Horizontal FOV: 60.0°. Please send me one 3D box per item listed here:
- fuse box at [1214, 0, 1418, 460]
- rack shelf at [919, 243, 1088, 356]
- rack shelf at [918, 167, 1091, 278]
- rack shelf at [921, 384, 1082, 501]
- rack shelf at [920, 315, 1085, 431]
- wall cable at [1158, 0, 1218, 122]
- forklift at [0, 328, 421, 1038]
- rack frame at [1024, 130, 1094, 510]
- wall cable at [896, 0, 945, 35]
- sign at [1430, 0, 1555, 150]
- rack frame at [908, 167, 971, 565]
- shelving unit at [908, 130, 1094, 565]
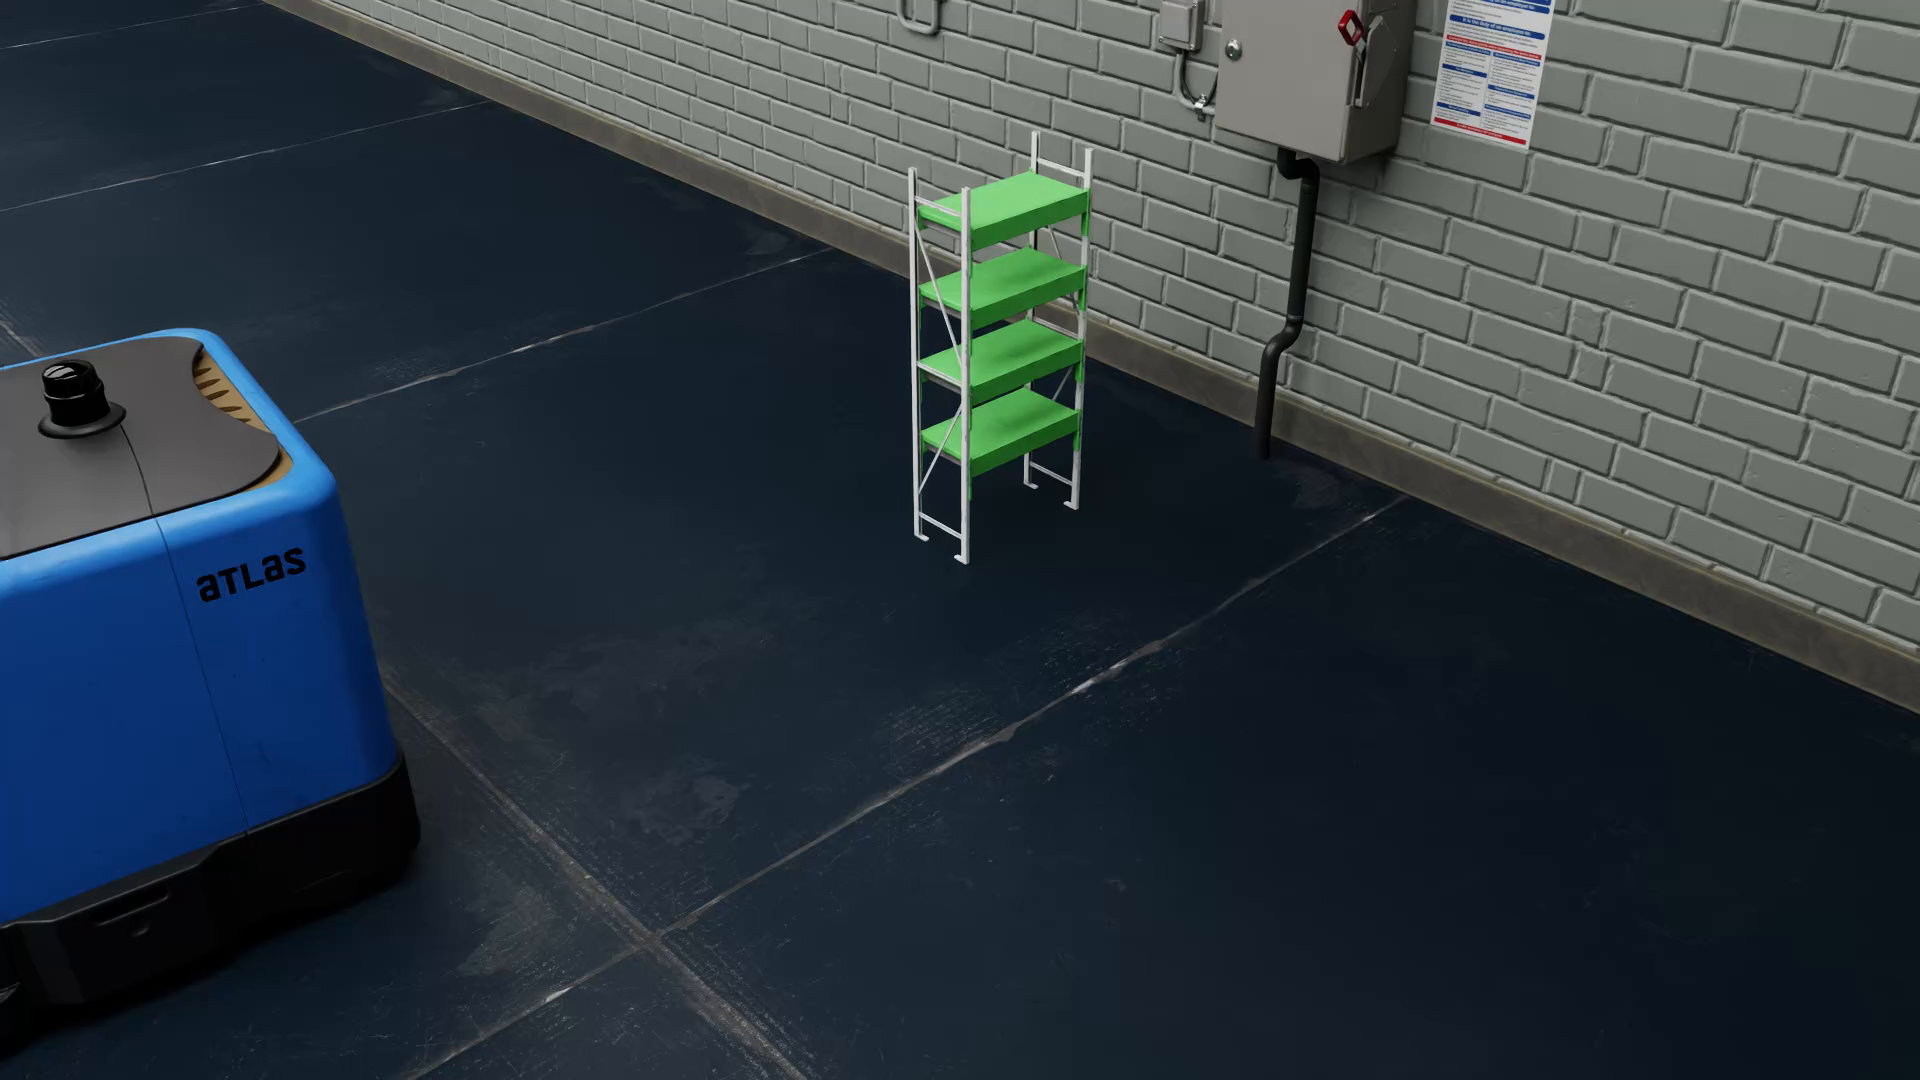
[{"bbox_3d":[1.030,-0.998,5.243,0.414,1.711,0.539,-26,40,-35],"label":"fuse box"},{"bbox_3d":[0.121,-0.721,4.941,0.480,0.148,0.258,-26,40,-35],"label":"rack shelf"},{"bbox_3d":[0.121,-0.926,4.816,0.480,0.148,0.258,-26,40,-35],"label":"rack shelf"},{"bbox_3d":[0.121,-0.311,5.192,0.480,0.148,0.258,-26,40,-35],"label":"rack shelf"},{"bbox_3d":[0.121,-0.516,5.066,0.480,0.148,0.258,-26,40,-35],"label":"rack shelf"},{"bbox_3d":[0.681,-2.298,5.160,0.122,1.984,0.588,-26,40,-35],"label":"wall cable"},{"bbox_3d":[-2.775,-0.221,2.801,3.031,2.935,1.130,-21,37,-30],"label":"forklift"},{"bbox_3d":[0.300,-0.657,5.175,0.015,1.200,0.240,-26,40,-35],"label":"rack frame"},{"bbox_3d":[-0.292,-2.850,6.032,0.123,1.953,0.585,-26,40,-35],"label":"wall cable"},{"bbox_3d":[1.517,-1.392,4.742,0.001,0.494,0.329,-26,40,-35],"label":"sign"},{"bbox_3d":[-0.058,-0.484,4.891,0.015,1.200,0.240,-26,40,-35],"label":"rack frame"},{"bbox_3d":[0.121,-0.571,5.033,0.503,1.200,0.258,-26,40,-35],"label":"shelving unit"}]
